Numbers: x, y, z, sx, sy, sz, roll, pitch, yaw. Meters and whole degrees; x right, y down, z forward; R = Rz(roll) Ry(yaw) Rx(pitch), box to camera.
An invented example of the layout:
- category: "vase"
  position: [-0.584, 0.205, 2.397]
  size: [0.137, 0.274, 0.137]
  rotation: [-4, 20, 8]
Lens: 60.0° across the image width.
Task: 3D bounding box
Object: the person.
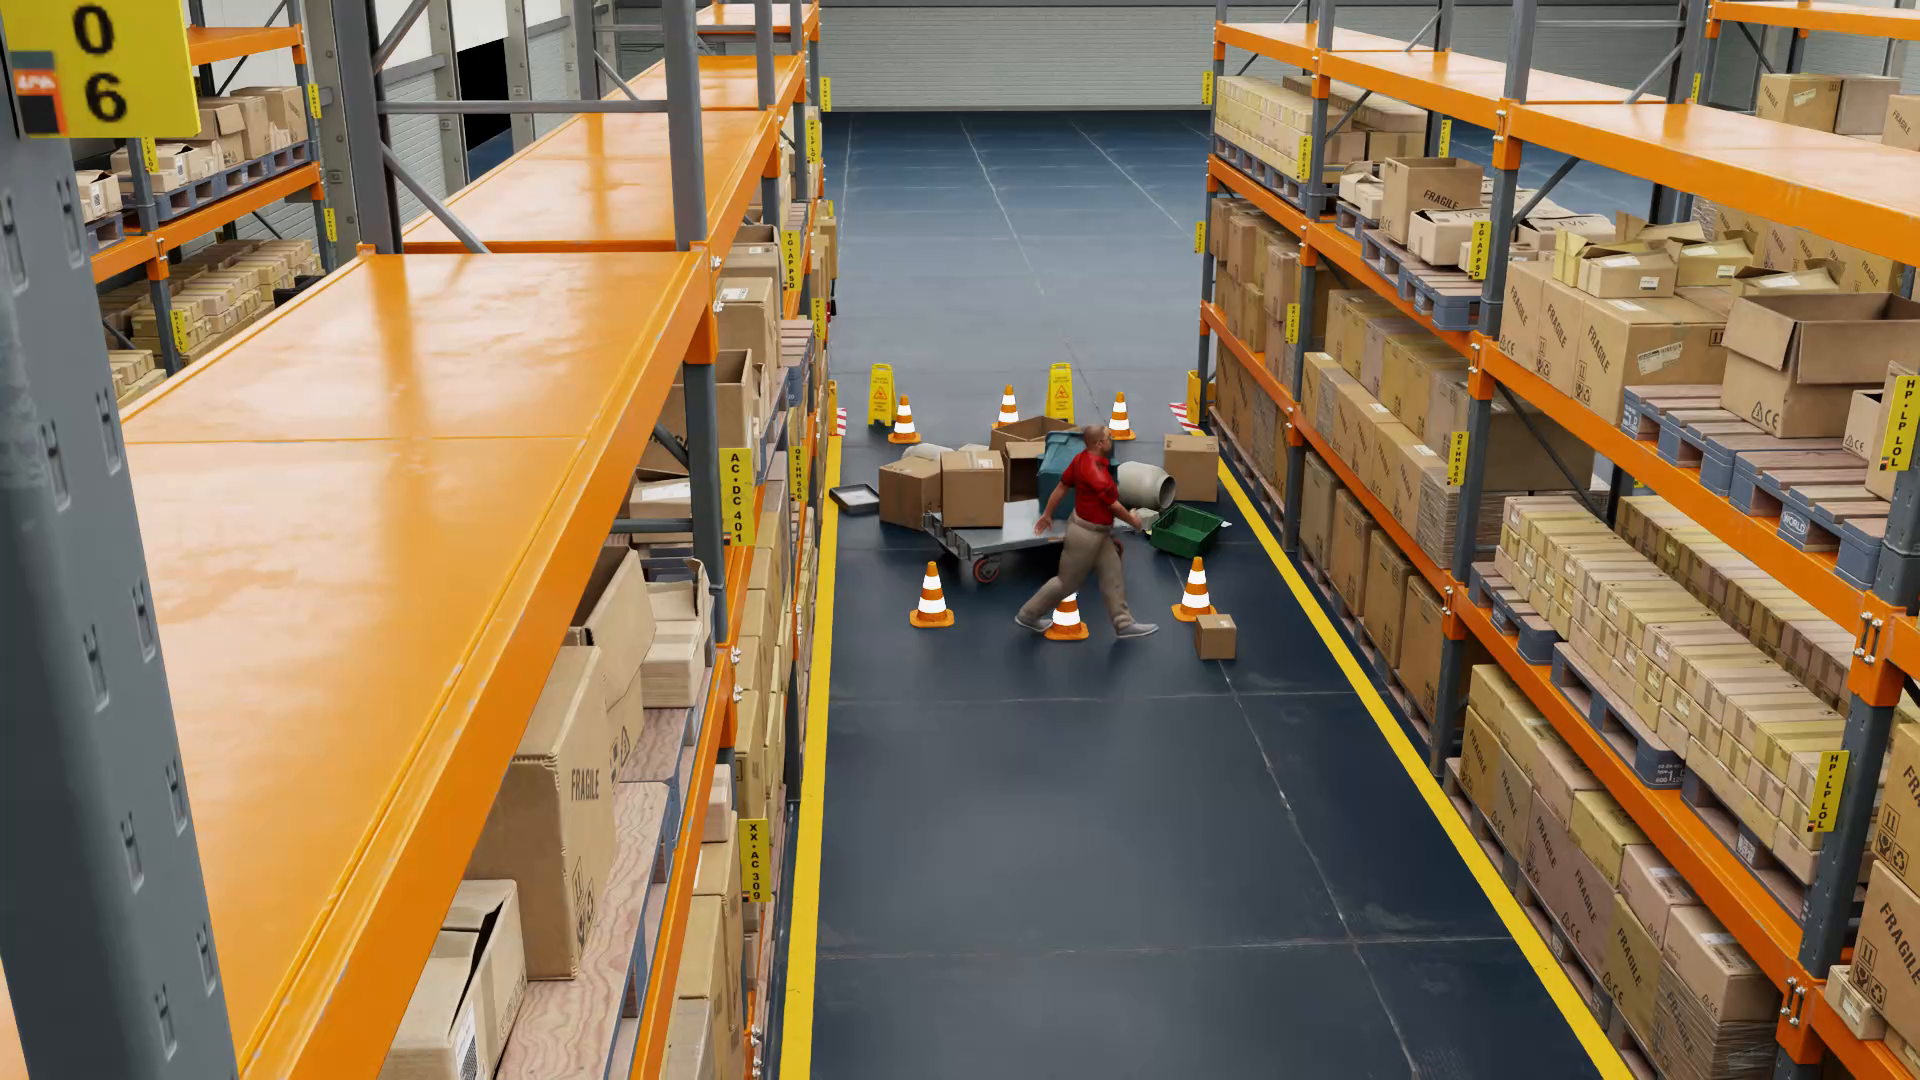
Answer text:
- category: "person"
  position: [0.944, -0.056, 12.147]
  size: [1.075, 1.665, 0.525]
  rotation: [1, 20, 4]
